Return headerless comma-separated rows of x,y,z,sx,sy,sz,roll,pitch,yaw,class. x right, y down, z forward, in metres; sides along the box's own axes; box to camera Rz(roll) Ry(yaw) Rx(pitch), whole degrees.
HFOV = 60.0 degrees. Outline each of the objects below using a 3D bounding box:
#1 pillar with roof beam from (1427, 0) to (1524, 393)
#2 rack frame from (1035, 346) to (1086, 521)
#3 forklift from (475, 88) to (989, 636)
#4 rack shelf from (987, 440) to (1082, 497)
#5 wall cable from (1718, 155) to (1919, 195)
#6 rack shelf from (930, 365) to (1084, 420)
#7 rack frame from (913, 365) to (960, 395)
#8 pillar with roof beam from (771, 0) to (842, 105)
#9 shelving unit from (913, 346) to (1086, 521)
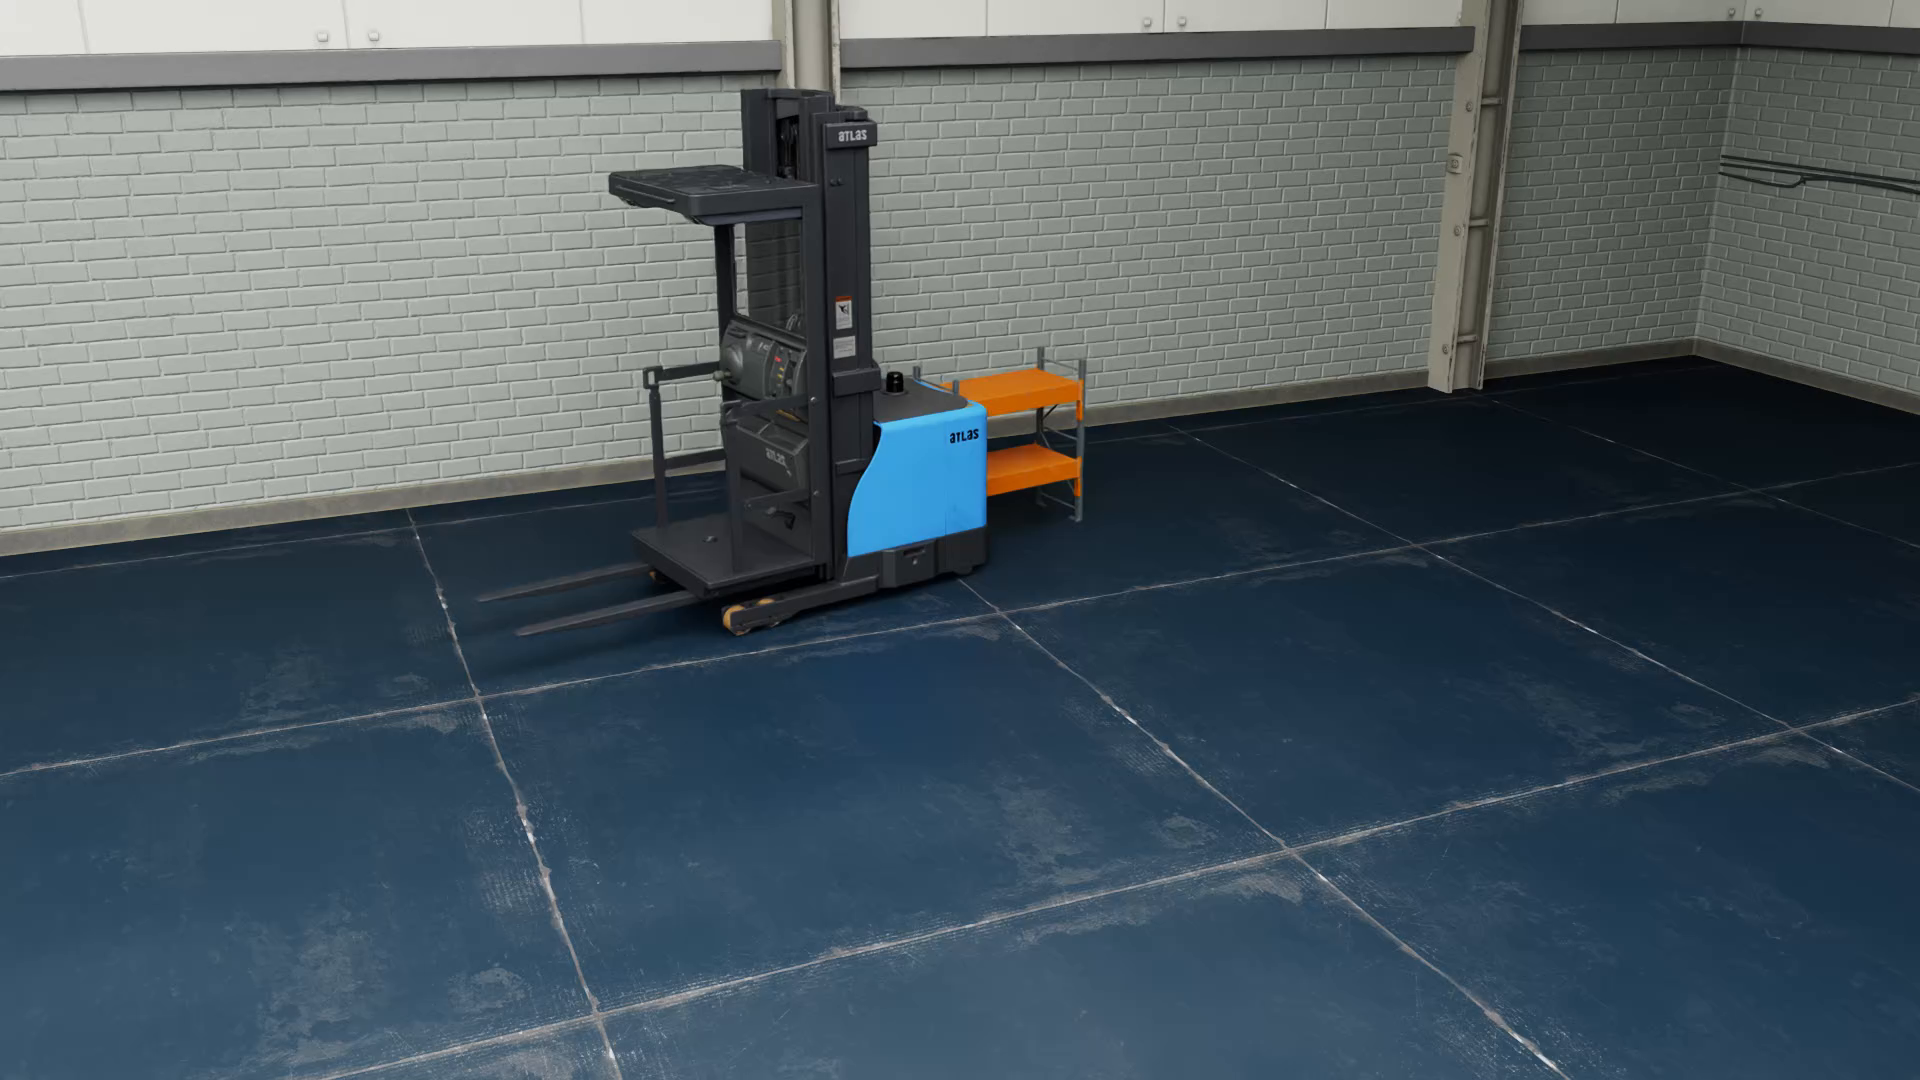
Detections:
6.137,-4.304,9.695,0.400,9.000,9.100,-8,21,-22,pillar with roof beam
0.684,-0.731,11.404,0.032,1.125,0.500,-13,23,-32,rack frame
-1.318,-1.040,9.562,3.031,2.935,1.130,-13,23,-33,forklift
0.265,-0.405,11.215,1.000,0.278,0.538,-13,23,-32,rack shelf
7.661,-4.136,13.895,0.112,2.526,3.097,-8,21,-22,wall cable
0.265,-0.912,11.037,1.000,0.278,0.538,-13,23,-32,rack shelf
-0.155,-0.541,10.864,0.032,1.125,0.500,-13,23,-32,rack frame
0.628,-3.514,7.453,0.400,9.000,9.100,-8,21,-22,pillar with roof beam
0.265,-0.636,11.134,1.048,1.125,0.538,-13,23,-32,shelving unit
